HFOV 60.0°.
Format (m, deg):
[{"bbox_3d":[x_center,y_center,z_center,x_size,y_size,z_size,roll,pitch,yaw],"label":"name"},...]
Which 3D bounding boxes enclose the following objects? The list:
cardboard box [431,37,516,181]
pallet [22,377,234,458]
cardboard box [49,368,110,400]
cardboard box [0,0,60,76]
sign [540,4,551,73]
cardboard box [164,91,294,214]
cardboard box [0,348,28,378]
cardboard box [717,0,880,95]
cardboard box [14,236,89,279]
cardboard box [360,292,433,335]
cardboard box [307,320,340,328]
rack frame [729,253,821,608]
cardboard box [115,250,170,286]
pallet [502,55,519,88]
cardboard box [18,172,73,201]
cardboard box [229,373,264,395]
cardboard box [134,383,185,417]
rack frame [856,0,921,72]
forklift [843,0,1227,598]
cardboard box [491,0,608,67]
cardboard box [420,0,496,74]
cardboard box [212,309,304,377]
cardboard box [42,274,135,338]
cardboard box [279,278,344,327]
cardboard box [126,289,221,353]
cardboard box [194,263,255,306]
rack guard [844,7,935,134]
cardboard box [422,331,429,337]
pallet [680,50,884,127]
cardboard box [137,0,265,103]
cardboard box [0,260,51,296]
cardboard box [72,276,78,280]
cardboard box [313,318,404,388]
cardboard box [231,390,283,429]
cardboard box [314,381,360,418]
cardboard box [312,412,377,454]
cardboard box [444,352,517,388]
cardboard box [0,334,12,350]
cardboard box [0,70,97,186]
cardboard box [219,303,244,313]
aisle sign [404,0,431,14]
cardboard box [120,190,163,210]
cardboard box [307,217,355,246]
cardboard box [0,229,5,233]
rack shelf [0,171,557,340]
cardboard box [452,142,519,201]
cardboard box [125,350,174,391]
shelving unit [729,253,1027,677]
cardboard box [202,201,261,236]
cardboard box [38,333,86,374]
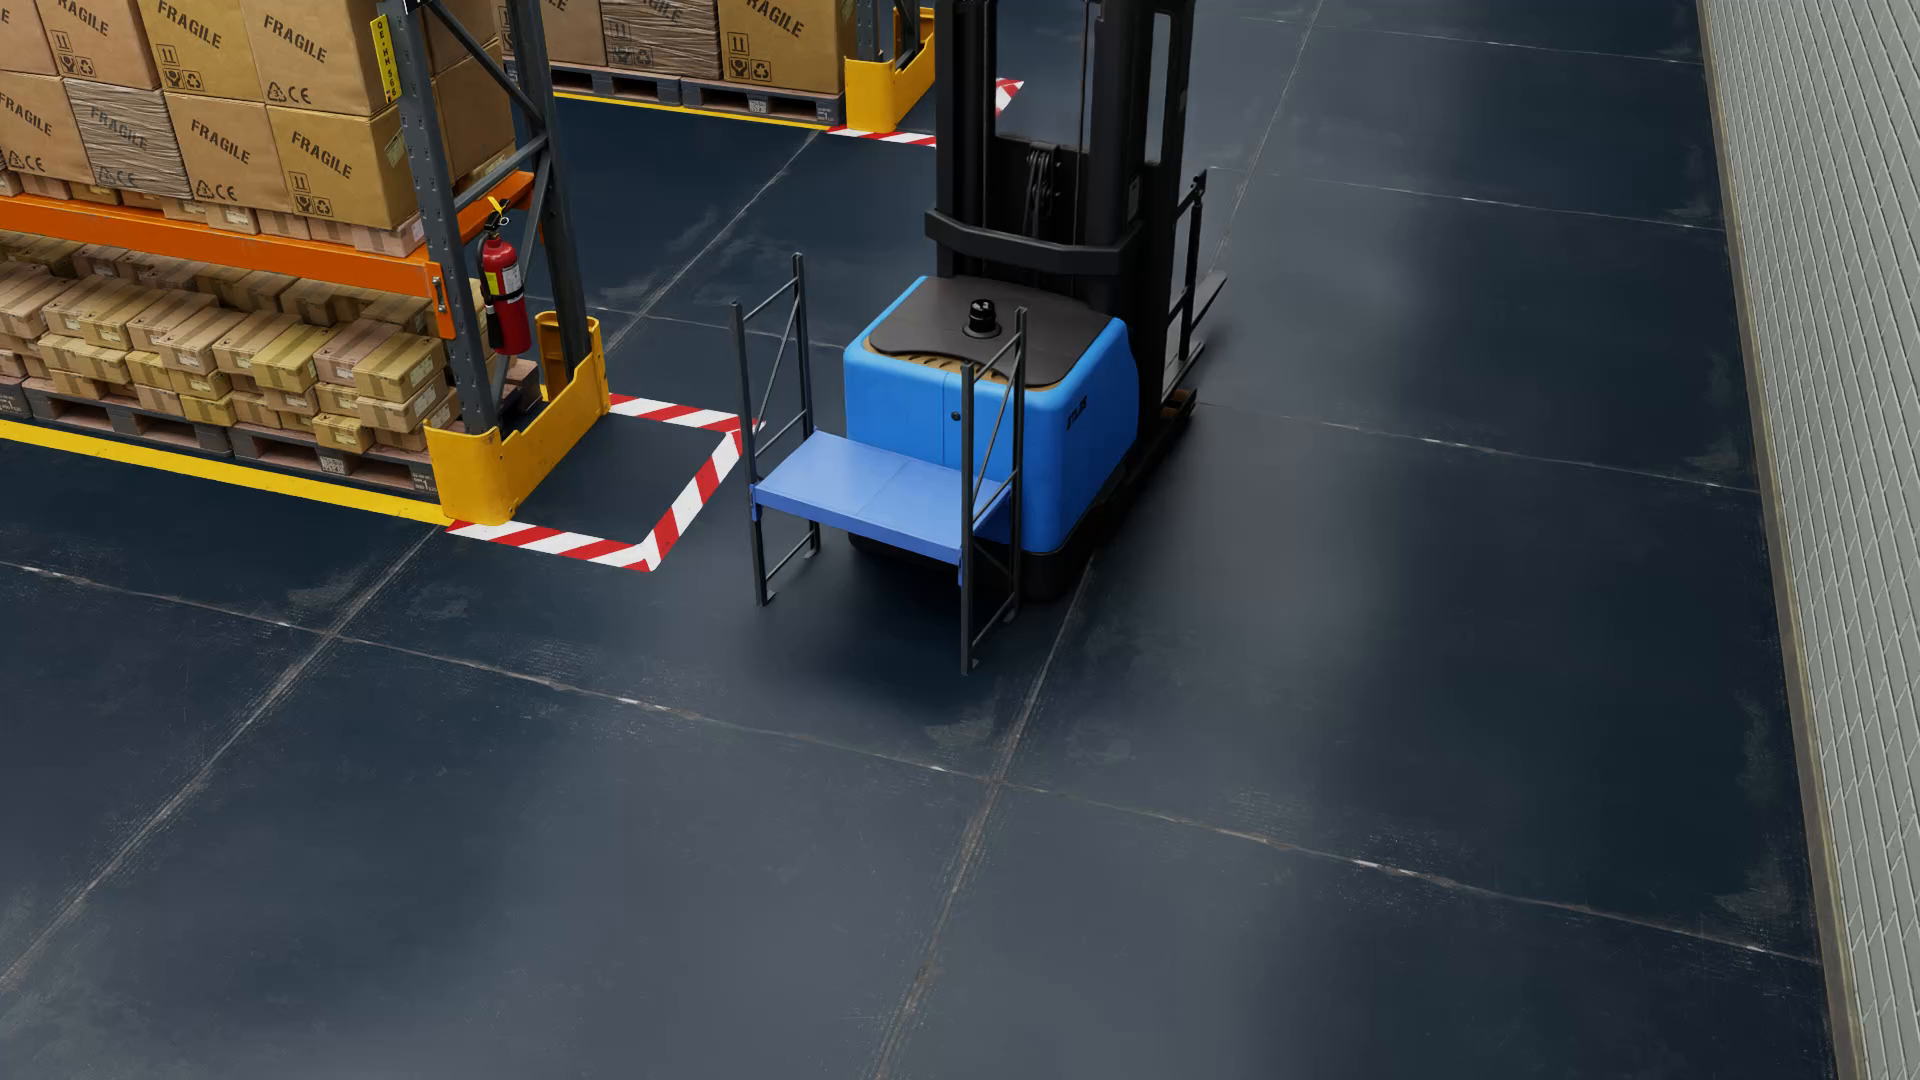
[{"bbox_3d":[-2.420,-2.006,7.609,0.500,0.500,0.500,12,38,16],"label":"cardboard box"},{"bbox_3d":[-4.072,-0.881,8.769,1.213,0.211,1.003,10,38,14],"label":"pallet"},{"bbox_3d":[-4.389,-0.885,8.473,0.250,0.149,0.380,10,37,13],"label":"cardboard box"},{"bbox_3d":[-4.073,-2.381,7.276,0.500,0.500,0.500,9,37,12],"label":"cardboard box"},{"bbox_3d":[-1.912,-2.266,7.568,0.005,0.325,0.100,10,38,14],"label":"sign"},{"bbox_3d":[-3.069,-1.798,7.327,0.500,0.500,0.500,10,37,13],"label":"cardboard box"},{"bbox_3d":[-4.876,-1.014,8.648,0.250,0.149,0.380,10,37,13],"label":"cardboard box"},{"bbox_3d":[-1.133,-3.780,11.793,0.875,0.875,0.875,10,38,14],"label":"cardboard box"},{"bbox_3d":[-4.754,-1.509,8.819,0.250,0.149,0.380,12,38,15],"label":"cardboard box"},{"bbox_3d":[-2.771,-1.136,8.312,0.250,0.149,0.380,11,38,15],"label":"cardboard box"},{"bbox_3d":[-3.214,-1.169,8.607,0.250,0.149,0.380,12,38,15],"label":"cardboard box"},{"bbox_3d":[-0.771,-0.441,7.083,0.032,1.500,0.500,17,40,22],"label":"rack frame"},{"bbox_3d":[-4.207,-1.473,8.770,0.250,0.149,0.380,9,37,12],"label":"cardboard box"},{"bbox_3d":[-3.614,-3.804,12.740,1.213,0.211,1.003,10,38,14],"label":"pallet"},{"bbox_3d":[-4.177,-1.754,7.815,0.250,0.149,0.380,12,38,16],"label":"cardboard box"},{"bbox_3d":[-3.385,-0.879,8.214,0.250,0.149,0.380,10,38,13],"label":"cardboard box"},{"bbox_3d":[-3.897,-0.795,8.351,0.250,0.149,0.380,11,38,15],"label":"cardboard box"},{"bbox_3d":[-0.498,-4.399,11.196,0.127,3.000,1.000,10,38,14],"label":"rack frame"},{"bbox_3d":[0.568,-1.789,7.709,1.130,2.935,3.031,15,39,20],"label":"forklift"},{"bbox_3d":[-2.851,-4.098,12.225,0.875,0.875,0.875,10,38,14],"label":"cardboard box"},{"bbox_3d":[-2.423,-2.402,7.305,0.500,0.500,0.500,10,38,14],"label":"cardboard box"},{"bbox_3d":[-3.390,-0.953,8.063,0.250,0.149,0.380,9,37,12],"label":"cardboard box"},{"bbox_3d":[-4.364,-1.175,8.364,0.250,0.149,0.380,9,37,12],"label":"cardboard box"},{"bbox_3d":[-3.235,-1.250,8.467,0.250,0.149,0.380,9,37,12],"label":"cardboard box"},{"bbox_3d":[-3.882,-1.079,8.234,0.250,0.149,0.380,9,37,12],"label":"cardboard box"},{"bbox_3d":[-3.734,-1.377,8.639,0.250,0.149,0.380,11,38,15],"label":"cardboard box"},{"bbox_3d":[-0.475,-3.388,11.931,0.348,0.500,1.175,10,38,14],"label":"rack guard"},{"bbox_3d":[-2.742,-1.069,8.472,0.250,0.149,0.380,10,38,14],"label":"cardboard box"},{"bbox_3d":[-1.285,-3.372,12.154,1.213,0.211,1.003,10,38,14],"label":"pallet"},{"bbox_3d":[-3.068,-2.202,7.033,0.500,0.500,0.500,9,37,12],"label":"cardboard box"},{"bbox_3d":[-4.867,-1.267,8.490,0.250,0.149,0.380,10,37,13],"label":"cardboard box"},{"bbox_3d":[-4.763,-1.404,8.927,0.250,0.149,0.380,11,38,14],"label":"cardboard box"},{"bbox_3d":[-2.877,-0.898,7.988,0.250,0.149,0.380,11,38,15],"label":"cardboard box"},{"bbox_3d":[-3.380,-0.726,8.256,0.250,0.149,0.380,11,38,14],"label":"cardboard box"},{"bbox_3d":[-2.896,-0.759,8.051,0.250,0.149,0.380,10,37,13],"label":"cardboard box"},{"bbox_3d":[-2.914,-0.594,8.078,0.250,0.149,0.380,12,38,15],"label":"cardboard box"},{"bbox_3d":[-2.478,-0.905,8.499,0.250,0.149,0.380,11,38,15],"label":"cardboard box"},{"bbox_3d":[-4.872,-1.147,8.577,0.250,0.149,0.380,9,37,12],"label":"cardboard box"},{"bbox_3d":[-4.029,-1.976,7.569,0.500,0.500,0.500,12,38,16],"label":"cardboard box"},{"bbox_3d":[-3.767,-1.187,8.632,0.250,0.149,0.380,12,38,16],"label":"cardboard box"},{"bbox_3d":[-2.093,-2.474,6.388,0.004,0.787,0.394,10,38,14],"label":"aisle sign"},{"bbox_3d":[-3.672,-1.684,7.720,0.250,0.149,0.380,9,37,12],"label":"cardboard box"},{"bbox_3d":[-2.695,-1.472,7.431,0.250,0.149,0.380,10,38,14],"label":"cardboard box"},{"bbox_3d":[-5.219,-1.639,8.996,0.250,0.149,0.380,11,38,14],"label":"cardboard box"},{"bbox_3d":[-3.982,-1.674,8.101,4.000,0.370,1.077,10,38,14],"label":"rack shelf"},{"bbox_3d":[-2.285,-1.752,7.811,0.250,0.149,0.380,10,38,14],"label":"cardboard box"},{"bbox_3d":[-3.896,-0.913,8.260,0.250,0.149,0.380,12,38,16],"label":"cardboard box"},{"bbox_3d":[-0.319,-0.303,6.896,1.048,1.500,0.538,17,40,22],"label":"shelving unit"},{"bbox_3d":[-3.189,-1.539,7.523,0.250,0.149,0.380,11,38,15],"label":"cardboard box"},{"bbox_3d":[-4.395,-1.004,8.384,0.250,0.149,0.380,10,38,14],"label":"cardboard box"}]
